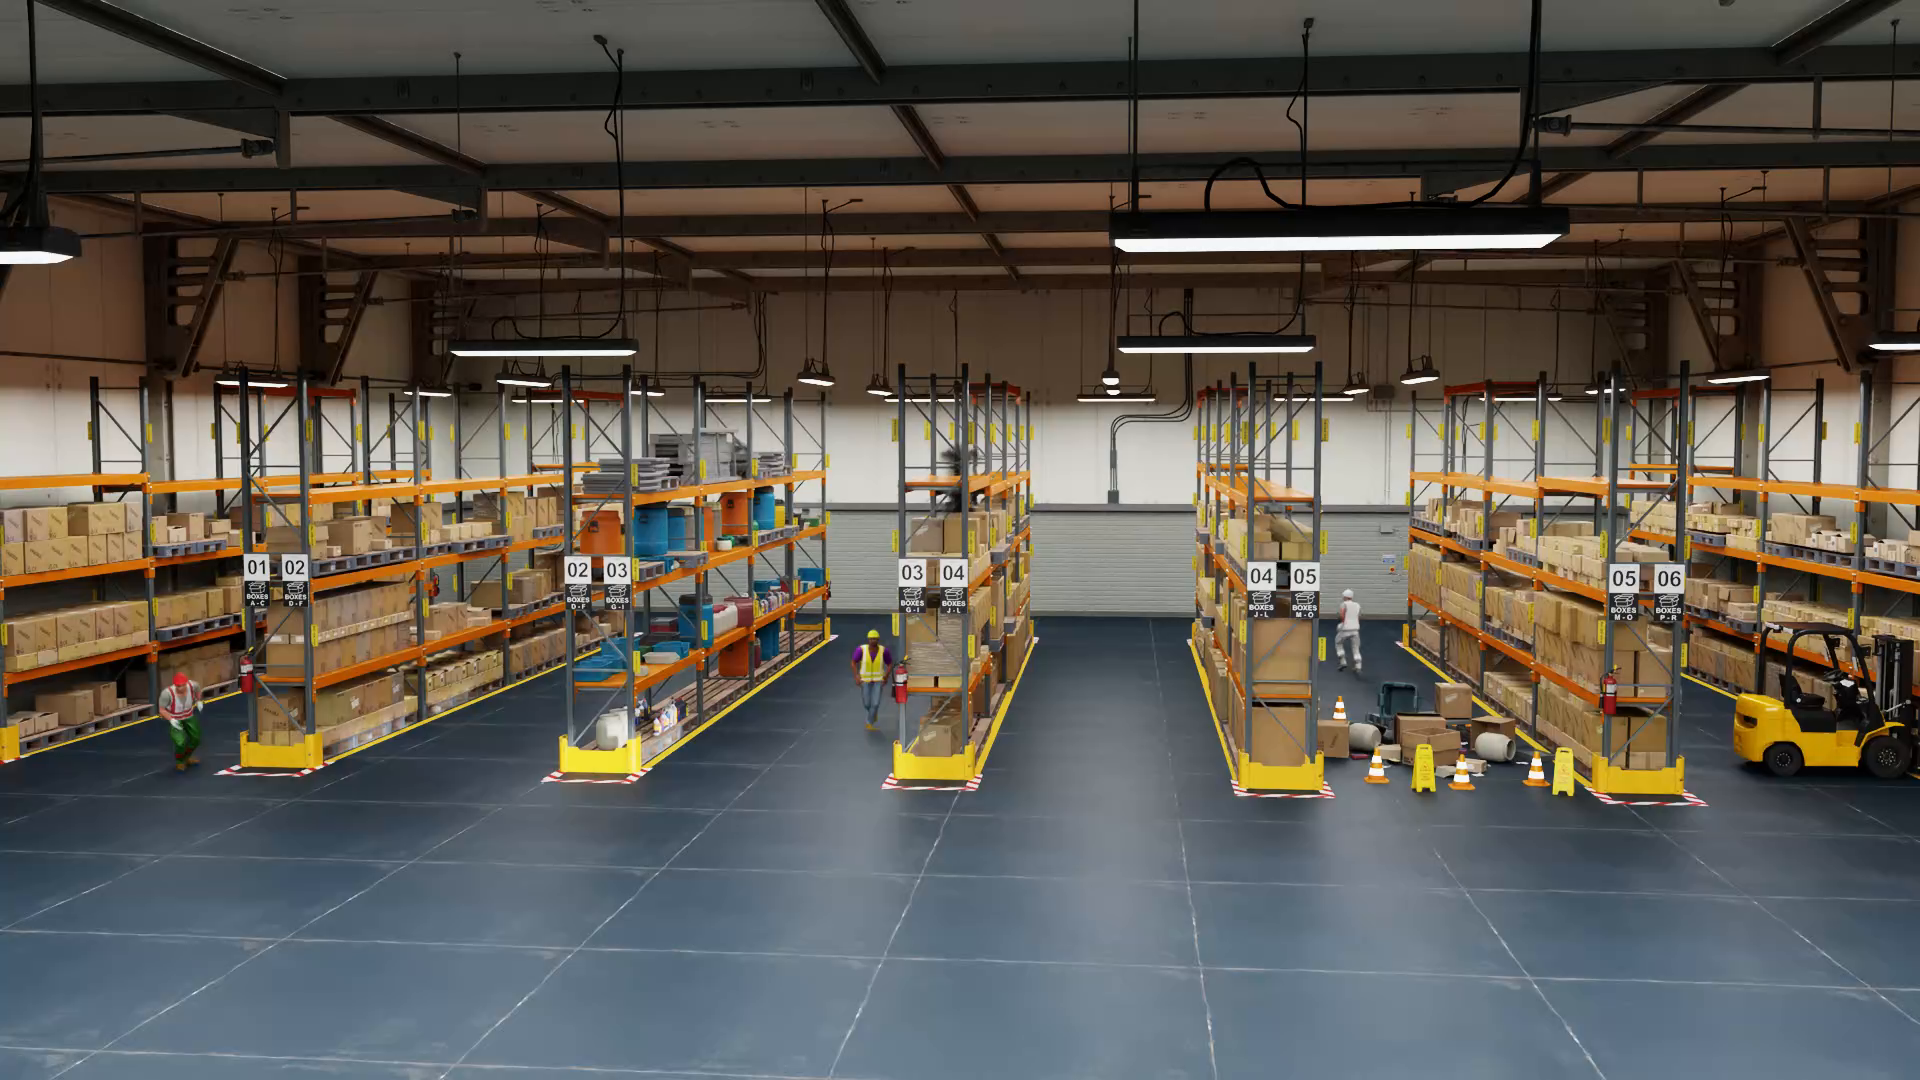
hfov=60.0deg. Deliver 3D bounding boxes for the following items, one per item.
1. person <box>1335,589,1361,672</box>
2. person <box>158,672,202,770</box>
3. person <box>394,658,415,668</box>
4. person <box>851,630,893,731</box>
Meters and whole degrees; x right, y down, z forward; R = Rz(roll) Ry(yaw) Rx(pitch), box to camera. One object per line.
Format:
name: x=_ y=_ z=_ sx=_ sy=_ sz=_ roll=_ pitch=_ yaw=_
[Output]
person: x=8.133 y=1.902 z=34.734 sx=0.620 sy=1.721 sz=0.947 roll=-1 pitch=4 yaw=-10
person: x=-11.504 y=2.671 z=24.615 sx=0.950 sy=1.520 sz=0.736 roll=3 pitch=5 yaw=43
person: x=-11.156 y=2.013 z=33.307 sx=0.584 sy=1.737 sz=0.744 roll=0 pitch=4 yaw=5
person: x=-1.489 y=2.355 z=28.083 sx=0.696 sy=1.702 sz=0.590 roll=0 pitch=4 yaw=-2
